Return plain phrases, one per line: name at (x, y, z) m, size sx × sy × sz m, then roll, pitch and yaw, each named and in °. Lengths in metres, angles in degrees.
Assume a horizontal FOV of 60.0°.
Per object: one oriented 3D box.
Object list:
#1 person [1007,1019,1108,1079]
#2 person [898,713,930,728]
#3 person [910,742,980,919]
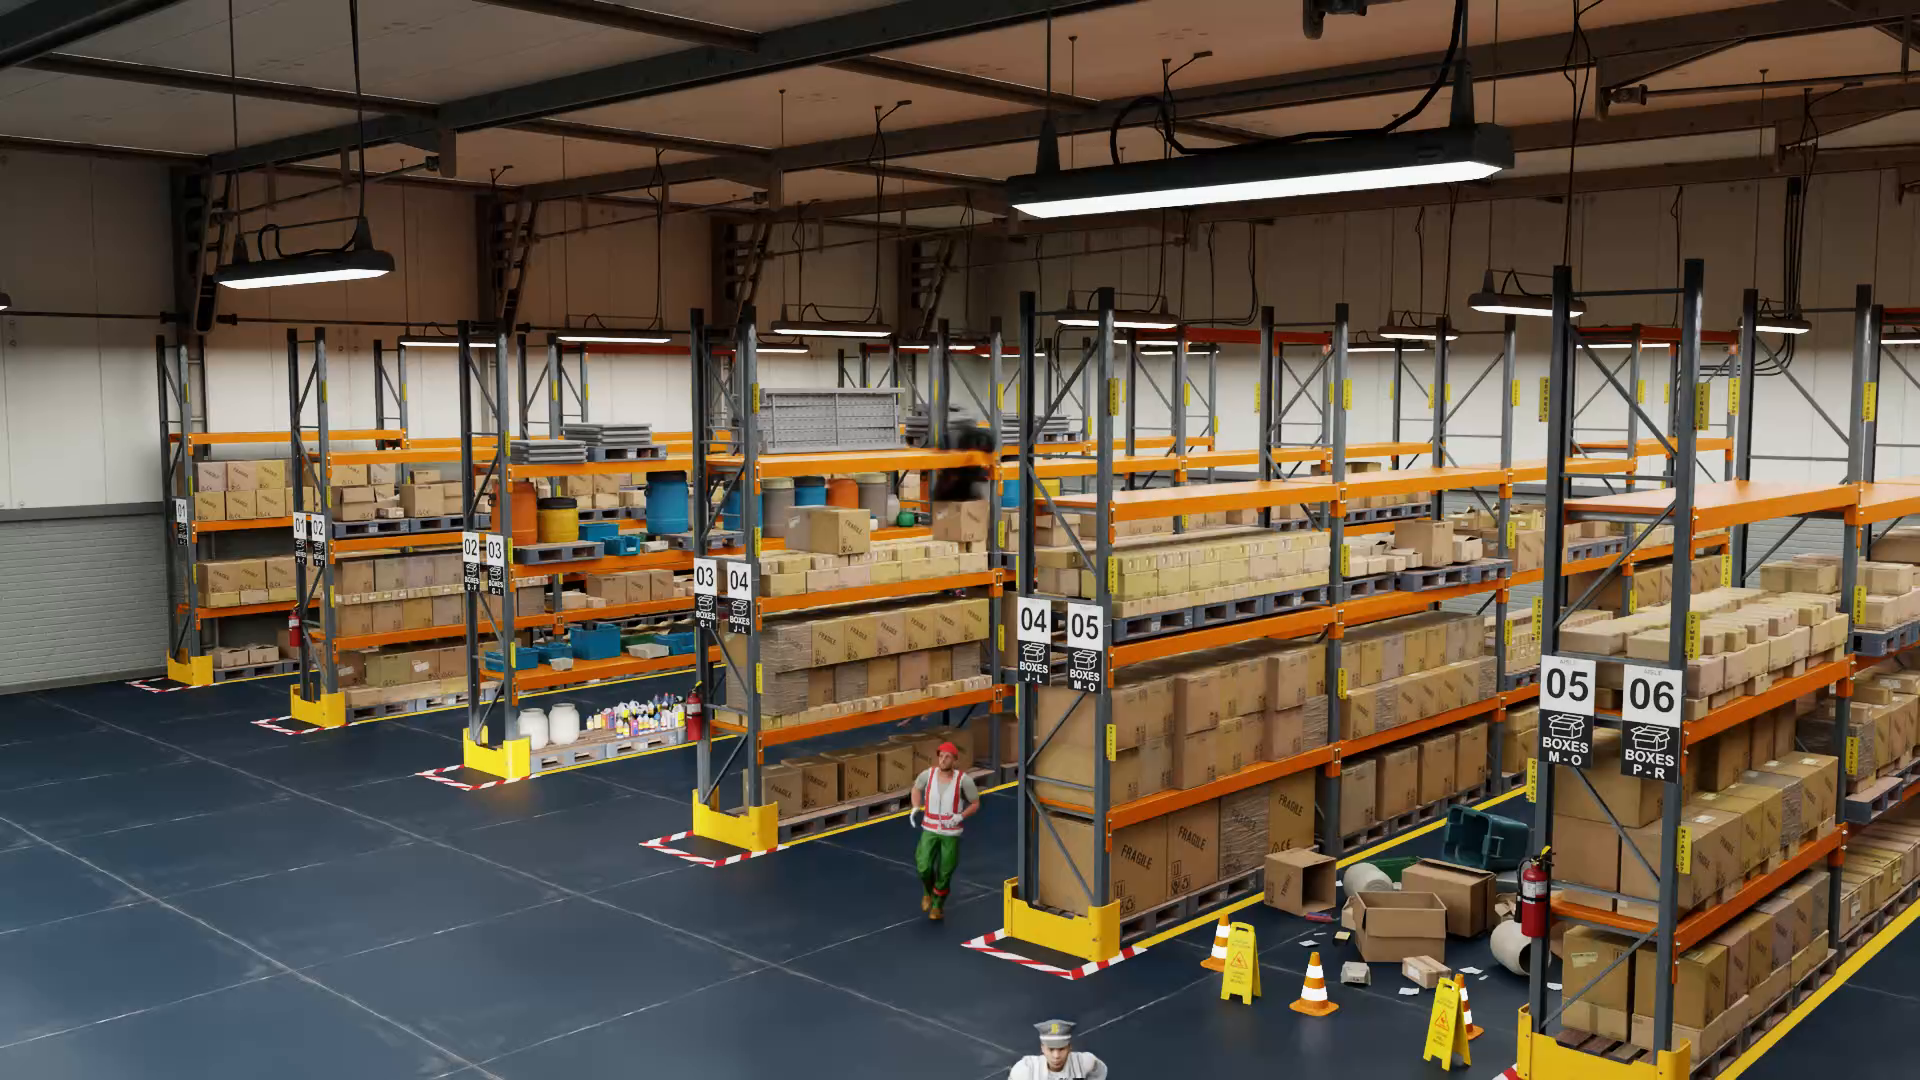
person at (0.530, 3.460, 9.484) m, size 0.610 × 1.691 × 0.992 m, roll 1°, pitch 5°, yaw 5°
person at (-0.630, 1.819, 23.807) m, size 0.575 × 1.695 × 0.880 m, roll 4°, pitch 7°, yaw 38°
person at (-0.165, 2.798, 15.932) m, size 0.693 × 1.736 × 0.515 m, roll 1°, pitch 5°, yaw 12°
